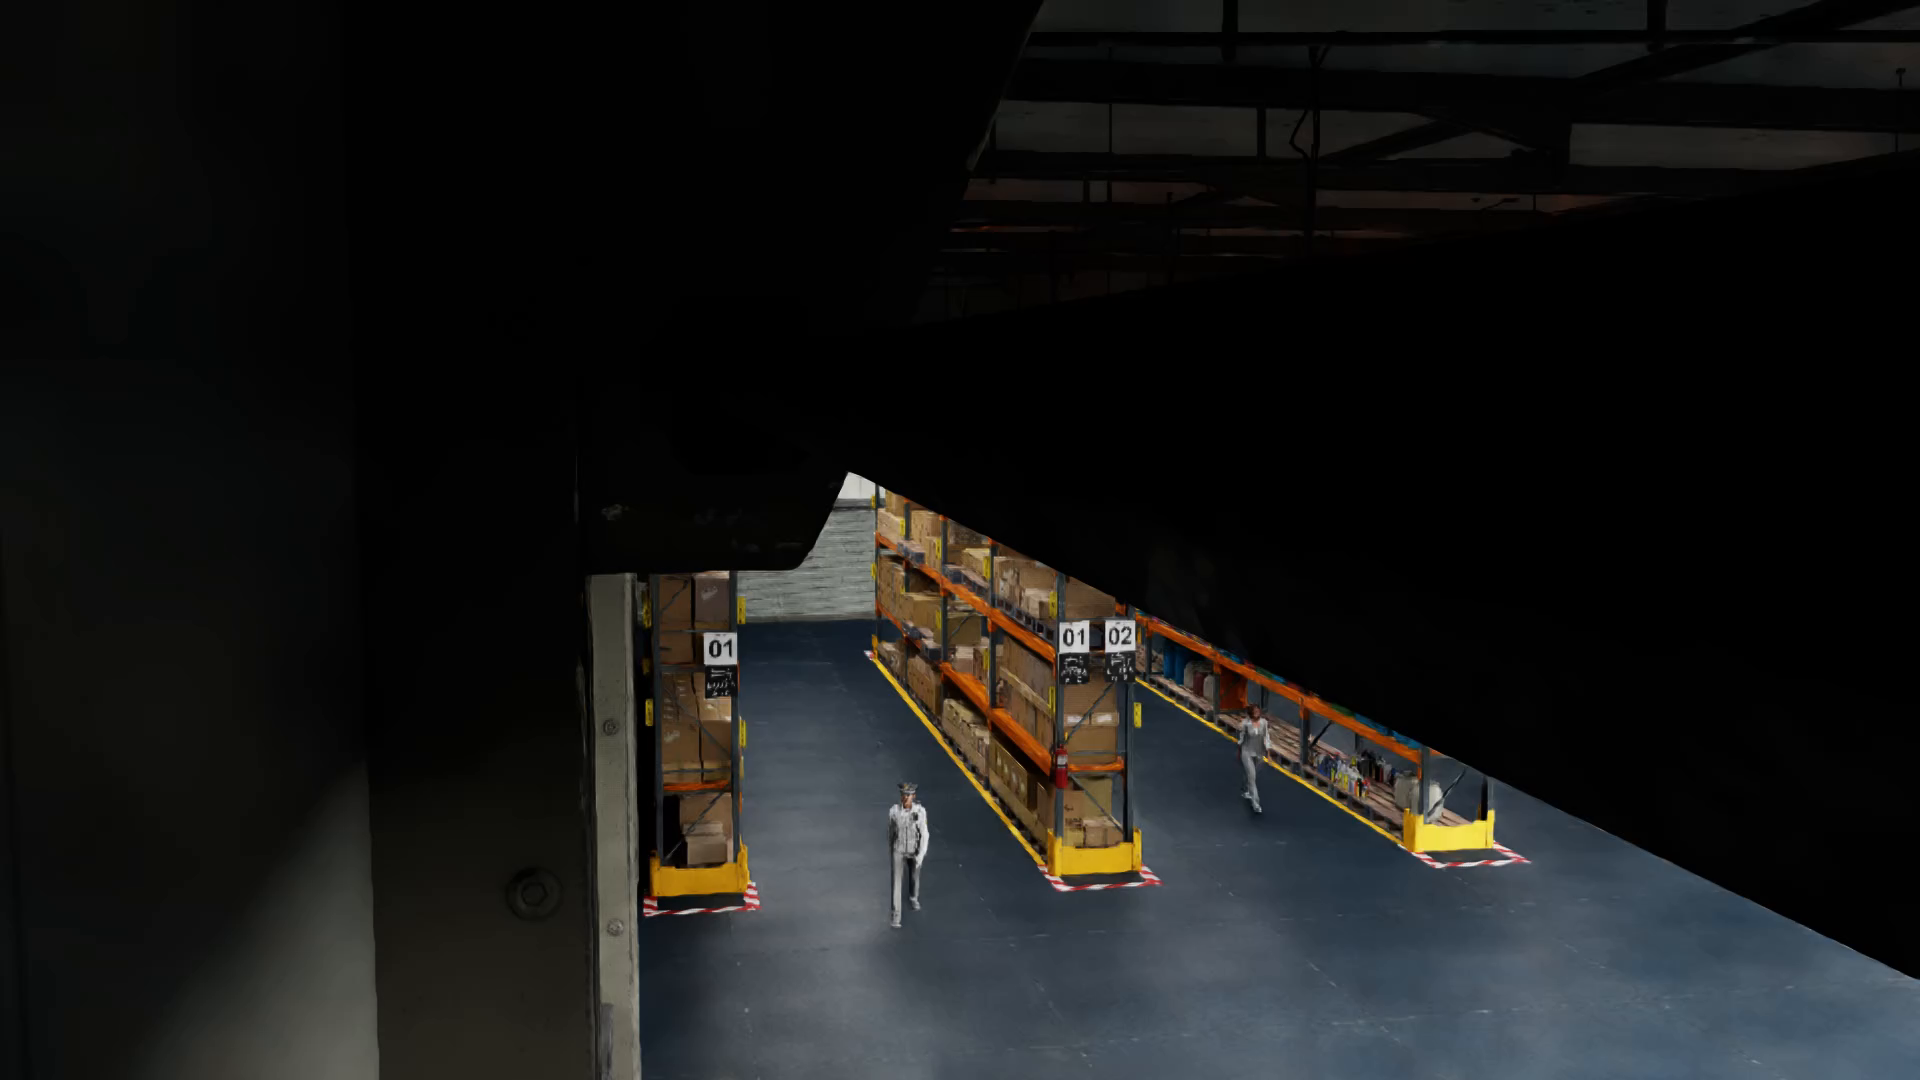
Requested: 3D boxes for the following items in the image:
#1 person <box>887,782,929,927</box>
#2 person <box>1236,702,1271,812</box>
[{"bbox_3d":[-0.594,3.557,19.073,0.482,1.609,0.980,0,6,-2],"label":"person"},{"bbox_3d":[4.257,3.090,24.049,0.432,1.539,0.948,-1,6,-12],"label":"person"}]
